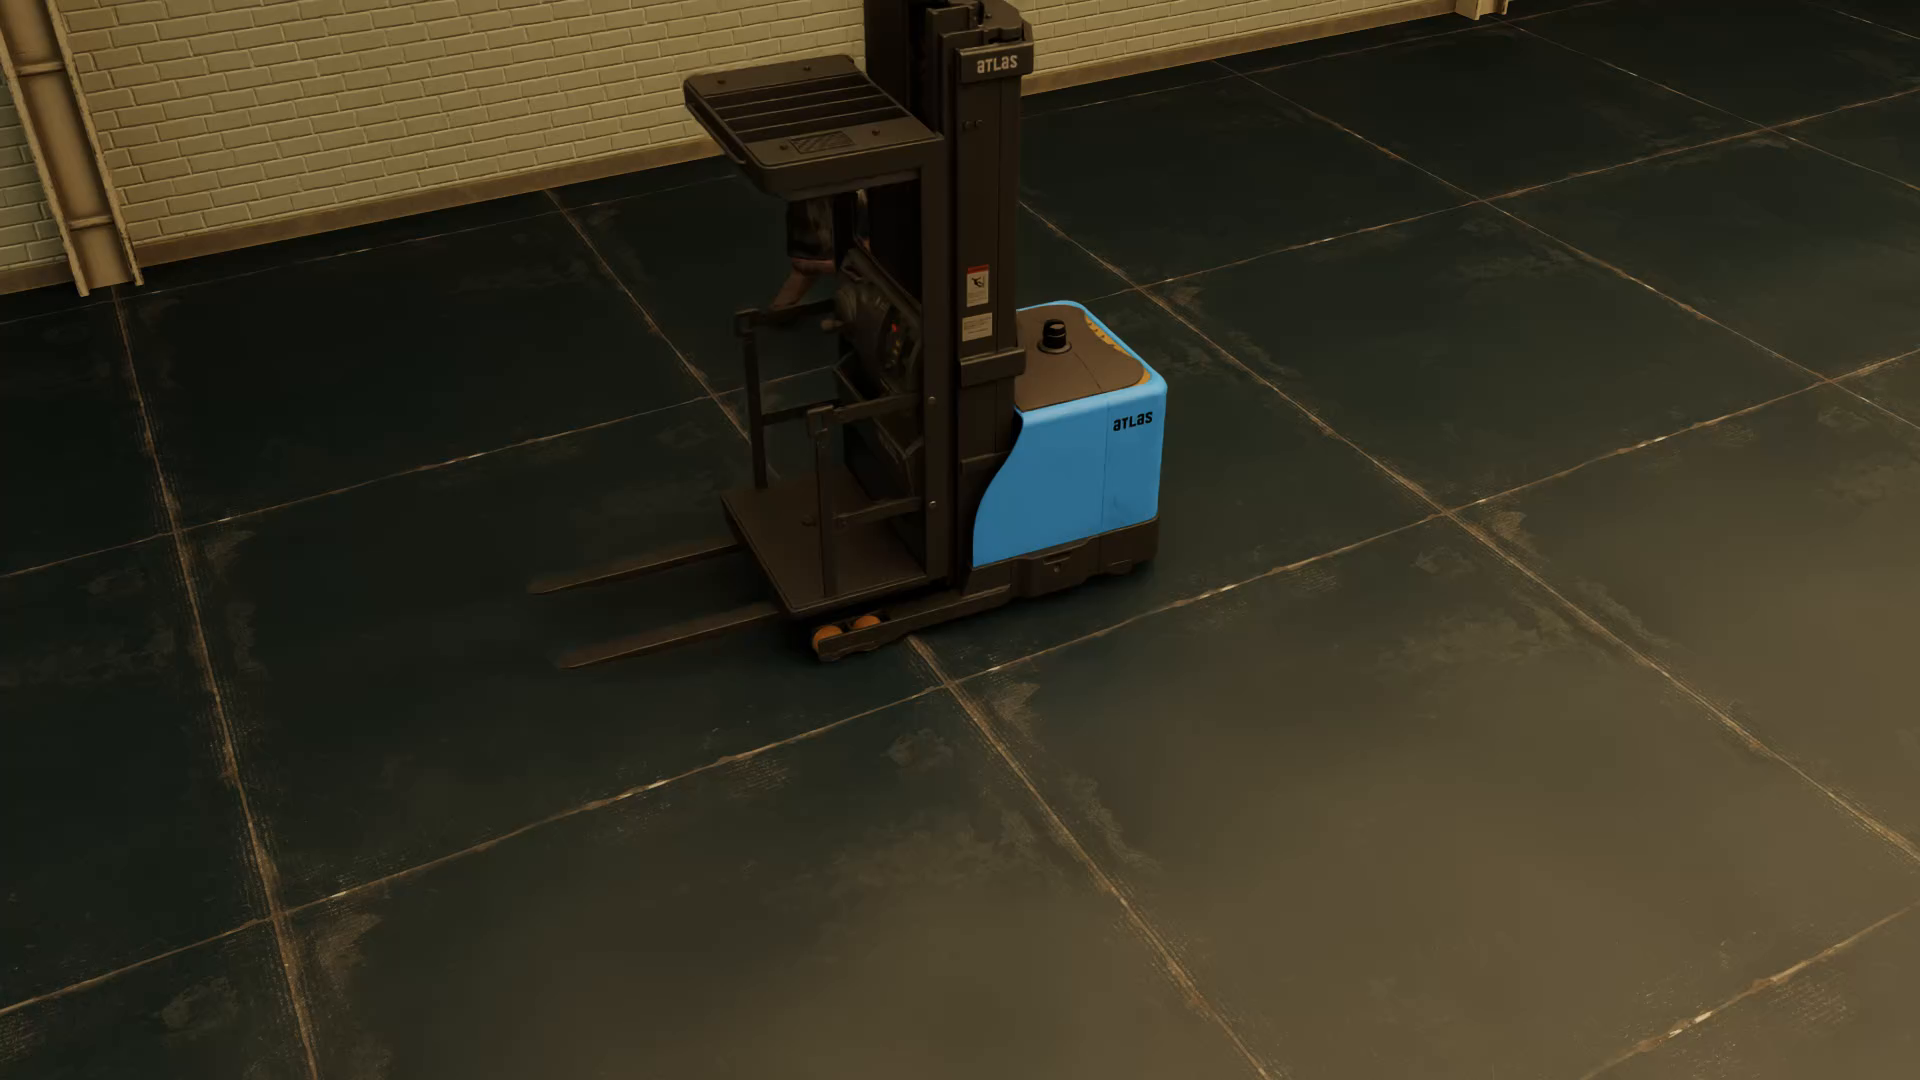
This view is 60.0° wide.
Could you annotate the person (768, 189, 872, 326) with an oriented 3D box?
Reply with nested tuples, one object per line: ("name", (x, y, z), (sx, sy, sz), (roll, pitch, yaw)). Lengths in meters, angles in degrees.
("person", (-0.802, -1.878, 10.103), (0.891, 1.505, 0.764), (21, 40, 27))

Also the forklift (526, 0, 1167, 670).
("forklift", (-0.561, -0.972, 7.499), (3.031, 2.935, 1.130), (-15, 38, -20))
